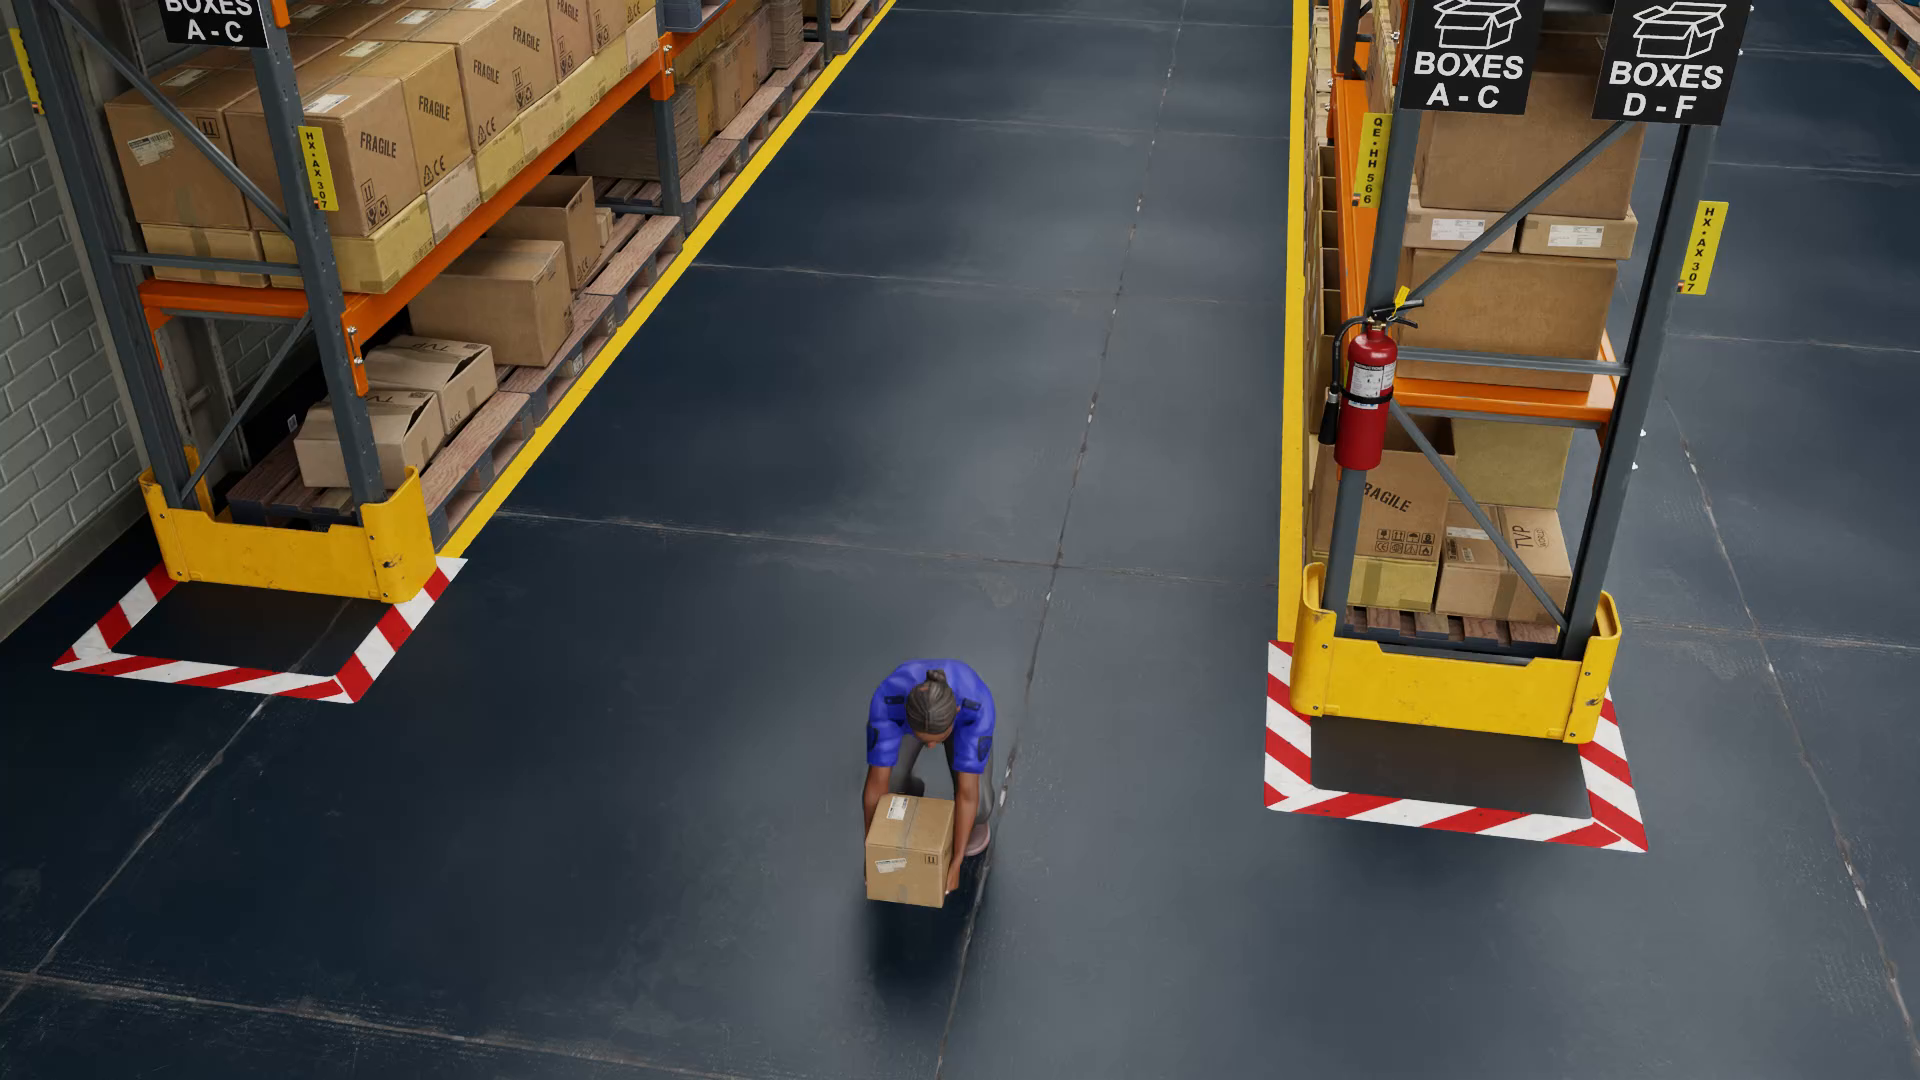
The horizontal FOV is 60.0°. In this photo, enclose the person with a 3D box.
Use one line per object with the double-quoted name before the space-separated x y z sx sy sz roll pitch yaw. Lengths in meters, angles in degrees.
"person" -0.102 0.728 5.677 0.460 0.948 0.841 5 33 7
